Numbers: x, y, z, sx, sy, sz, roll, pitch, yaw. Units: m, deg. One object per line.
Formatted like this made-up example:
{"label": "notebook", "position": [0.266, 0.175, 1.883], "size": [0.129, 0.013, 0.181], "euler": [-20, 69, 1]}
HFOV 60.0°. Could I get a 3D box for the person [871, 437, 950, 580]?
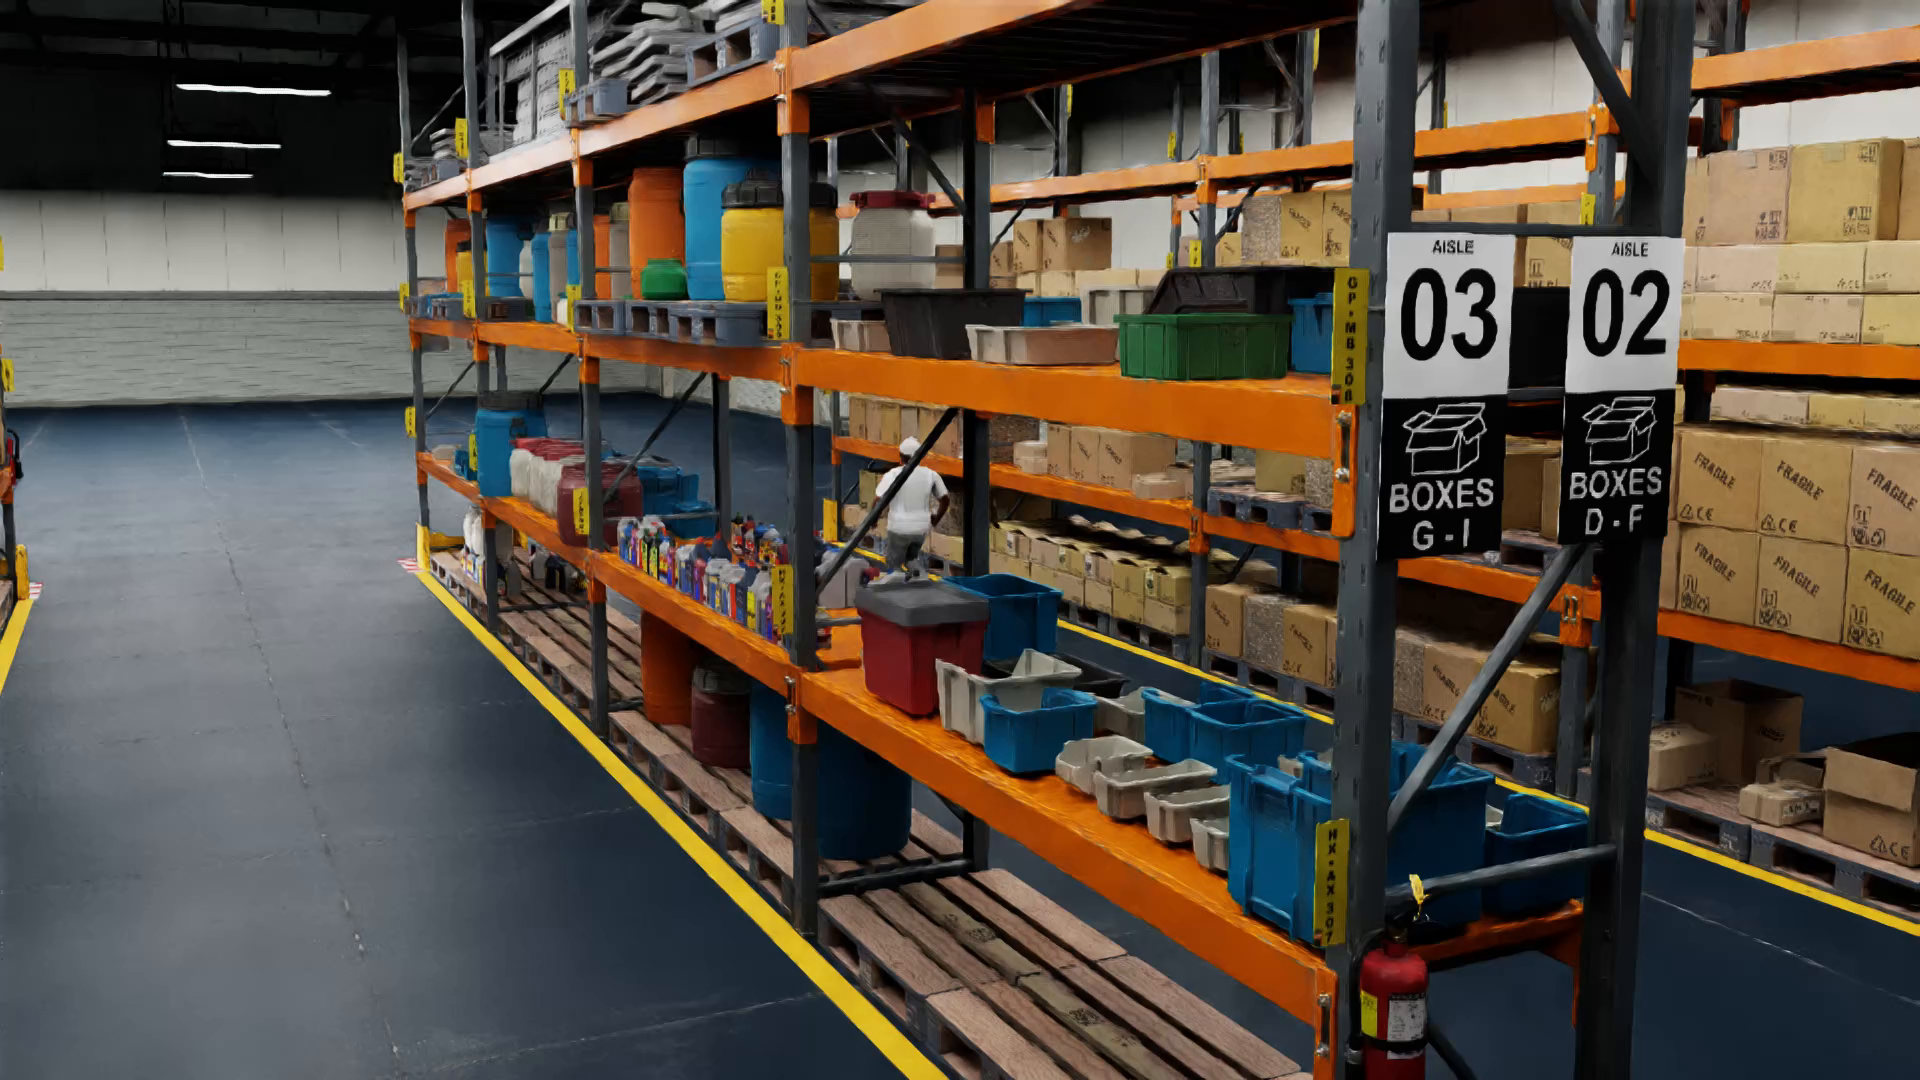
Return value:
{"label": "person", "position": [-0.513, -0.107, 15.604], "size": [0.734, 1.732, 0.524], "euler": [-5, 10, -32]}
